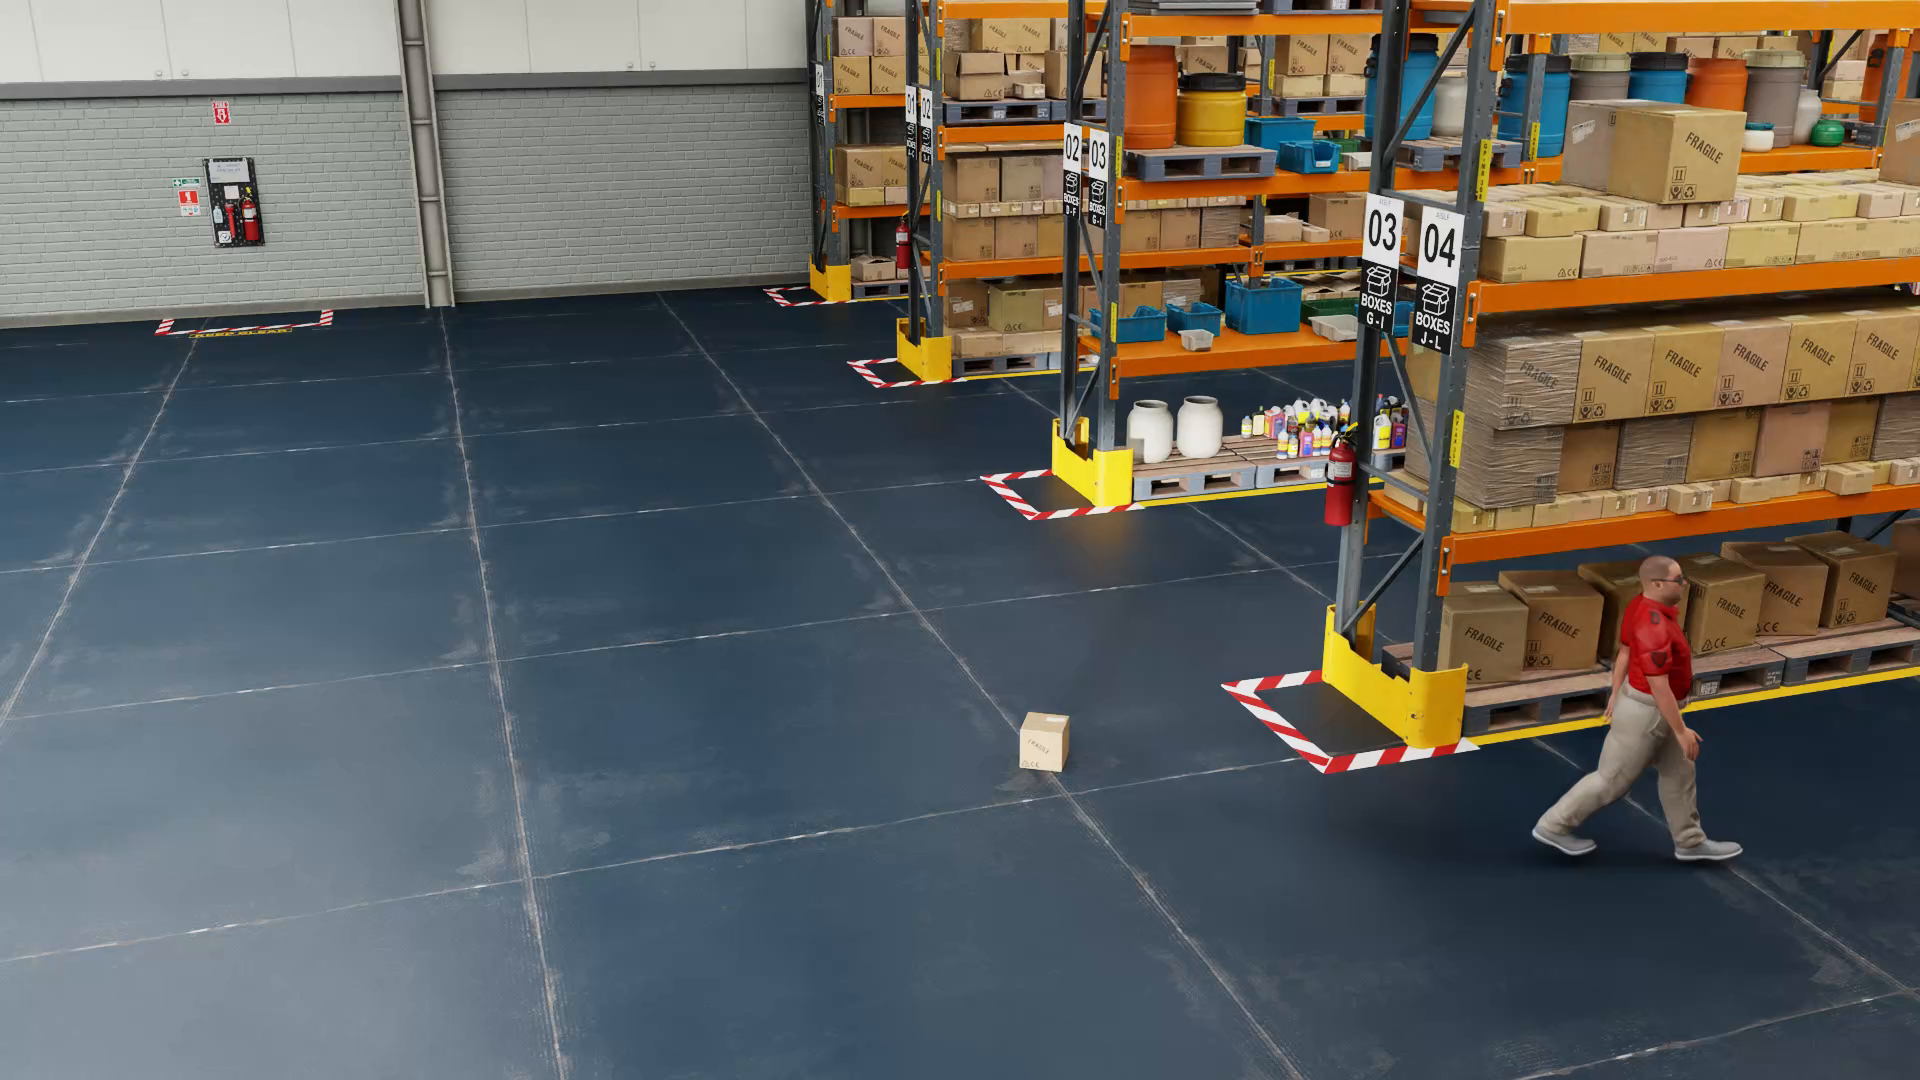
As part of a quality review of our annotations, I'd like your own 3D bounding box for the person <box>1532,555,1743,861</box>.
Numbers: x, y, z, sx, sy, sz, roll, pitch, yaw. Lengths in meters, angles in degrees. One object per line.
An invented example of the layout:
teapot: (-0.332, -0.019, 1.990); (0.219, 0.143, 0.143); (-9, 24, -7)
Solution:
person: (3.567, 0.893, 8.525); (1.040, 1.678, 0.551); (7, 20, 20)
